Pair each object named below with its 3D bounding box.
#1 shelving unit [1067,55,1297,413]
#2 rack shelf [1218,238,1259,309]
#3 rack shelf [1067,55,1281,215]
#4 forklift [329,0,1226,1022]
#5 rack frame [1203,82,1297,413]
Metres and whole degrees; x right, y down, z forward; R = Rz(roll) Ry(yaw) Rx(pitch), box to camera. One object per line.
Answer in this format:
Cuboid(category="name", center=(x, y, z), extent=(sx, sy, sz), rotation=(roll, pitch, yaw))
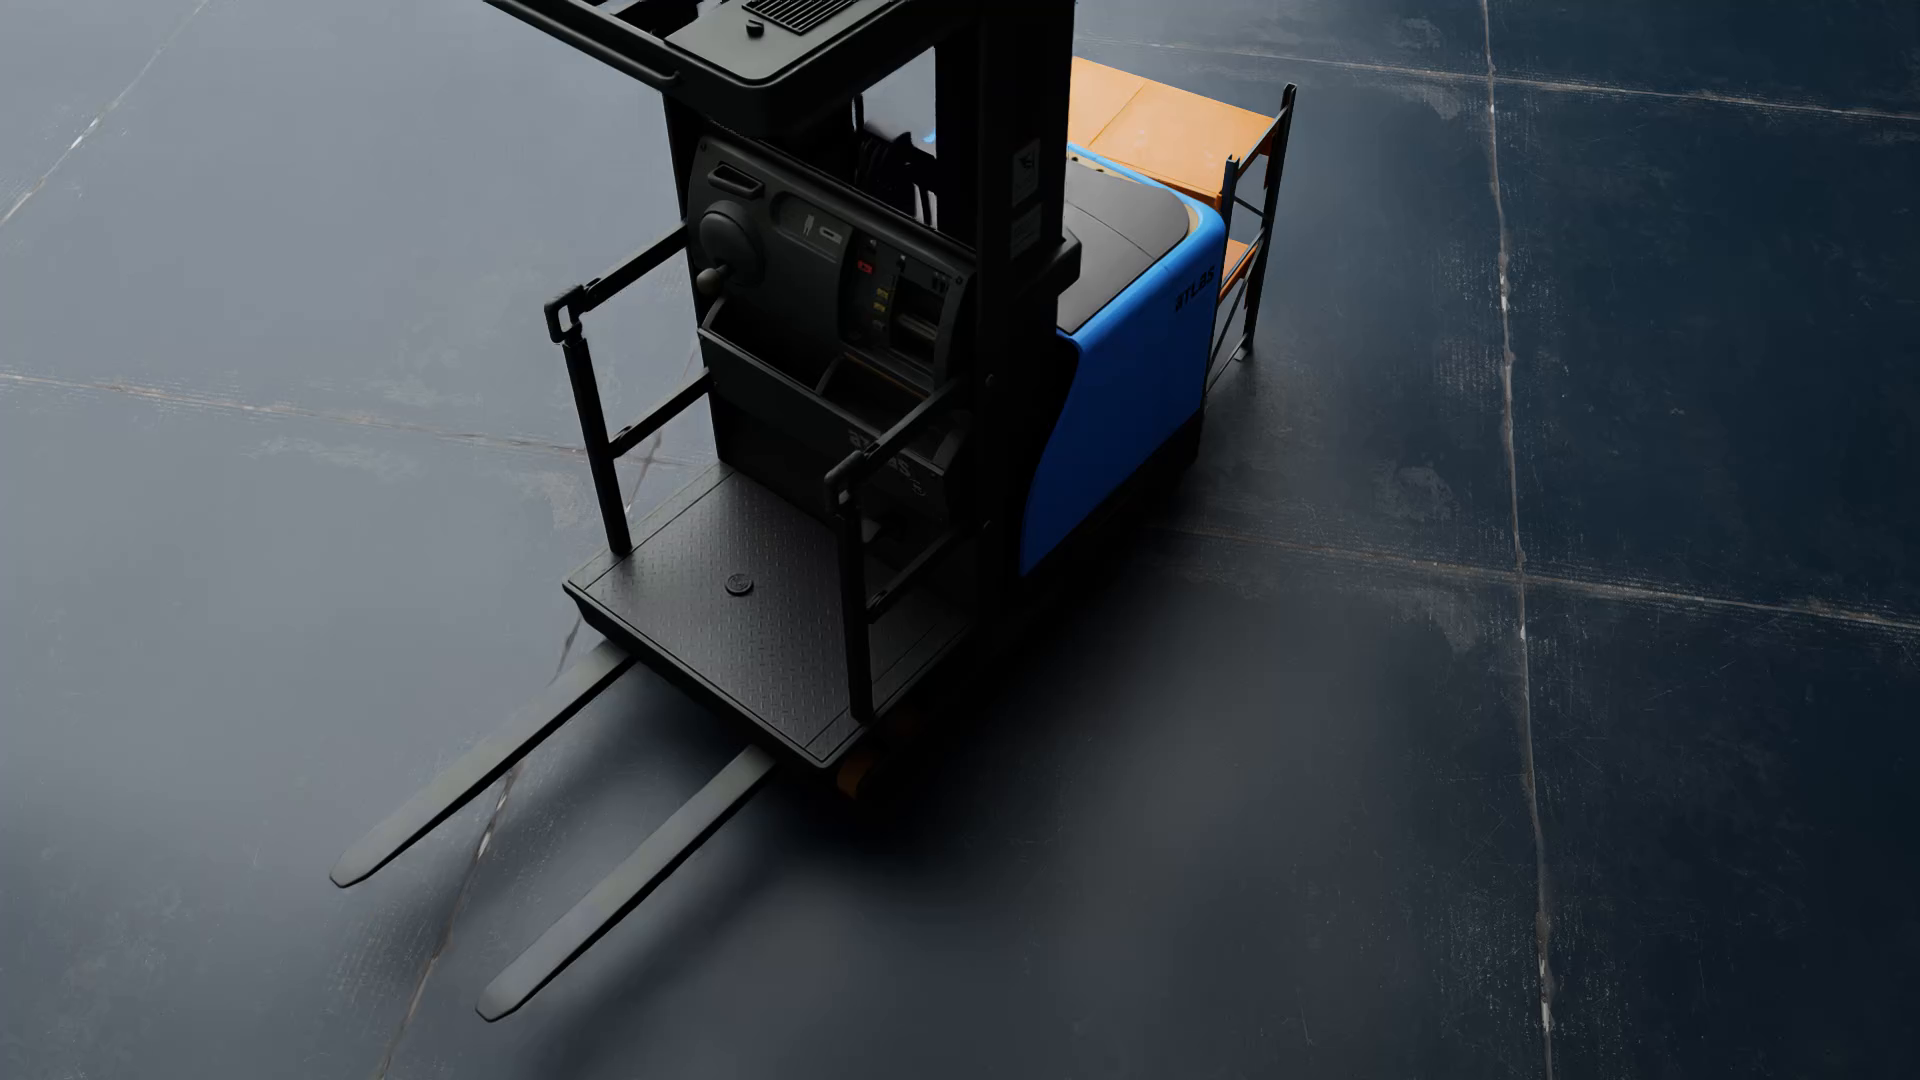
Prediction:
Cuboid(category="shelving unit", center=(0.526, -1.150, 5.891), extent=(1.048, 1.125, 0.538), rotation=(24, 52, 20))
Cuboid(category="rack shelf", center=(0.526, -0.987, 6.072), extent=(1.000, 0.278, 0.538), rotation=(24, 52, 20))
Cuboid(category="rack shelf", center=(0.526, -1.346, 5.673), extent=(1.000, 0.278, 0.538), rotation=(24, 52, 20))
Cuboid(category="forklift", center=(-0.491, -0.635, 4.214), extent=(1.130, 2.935, 3.031), rotation=(31, 55, 25))
Cuboid(category="rack frame", center=(0.965, -0.959, 5.718), extent=(0.032, 1.125, 0.500), rotation=(24, 52, 20))
